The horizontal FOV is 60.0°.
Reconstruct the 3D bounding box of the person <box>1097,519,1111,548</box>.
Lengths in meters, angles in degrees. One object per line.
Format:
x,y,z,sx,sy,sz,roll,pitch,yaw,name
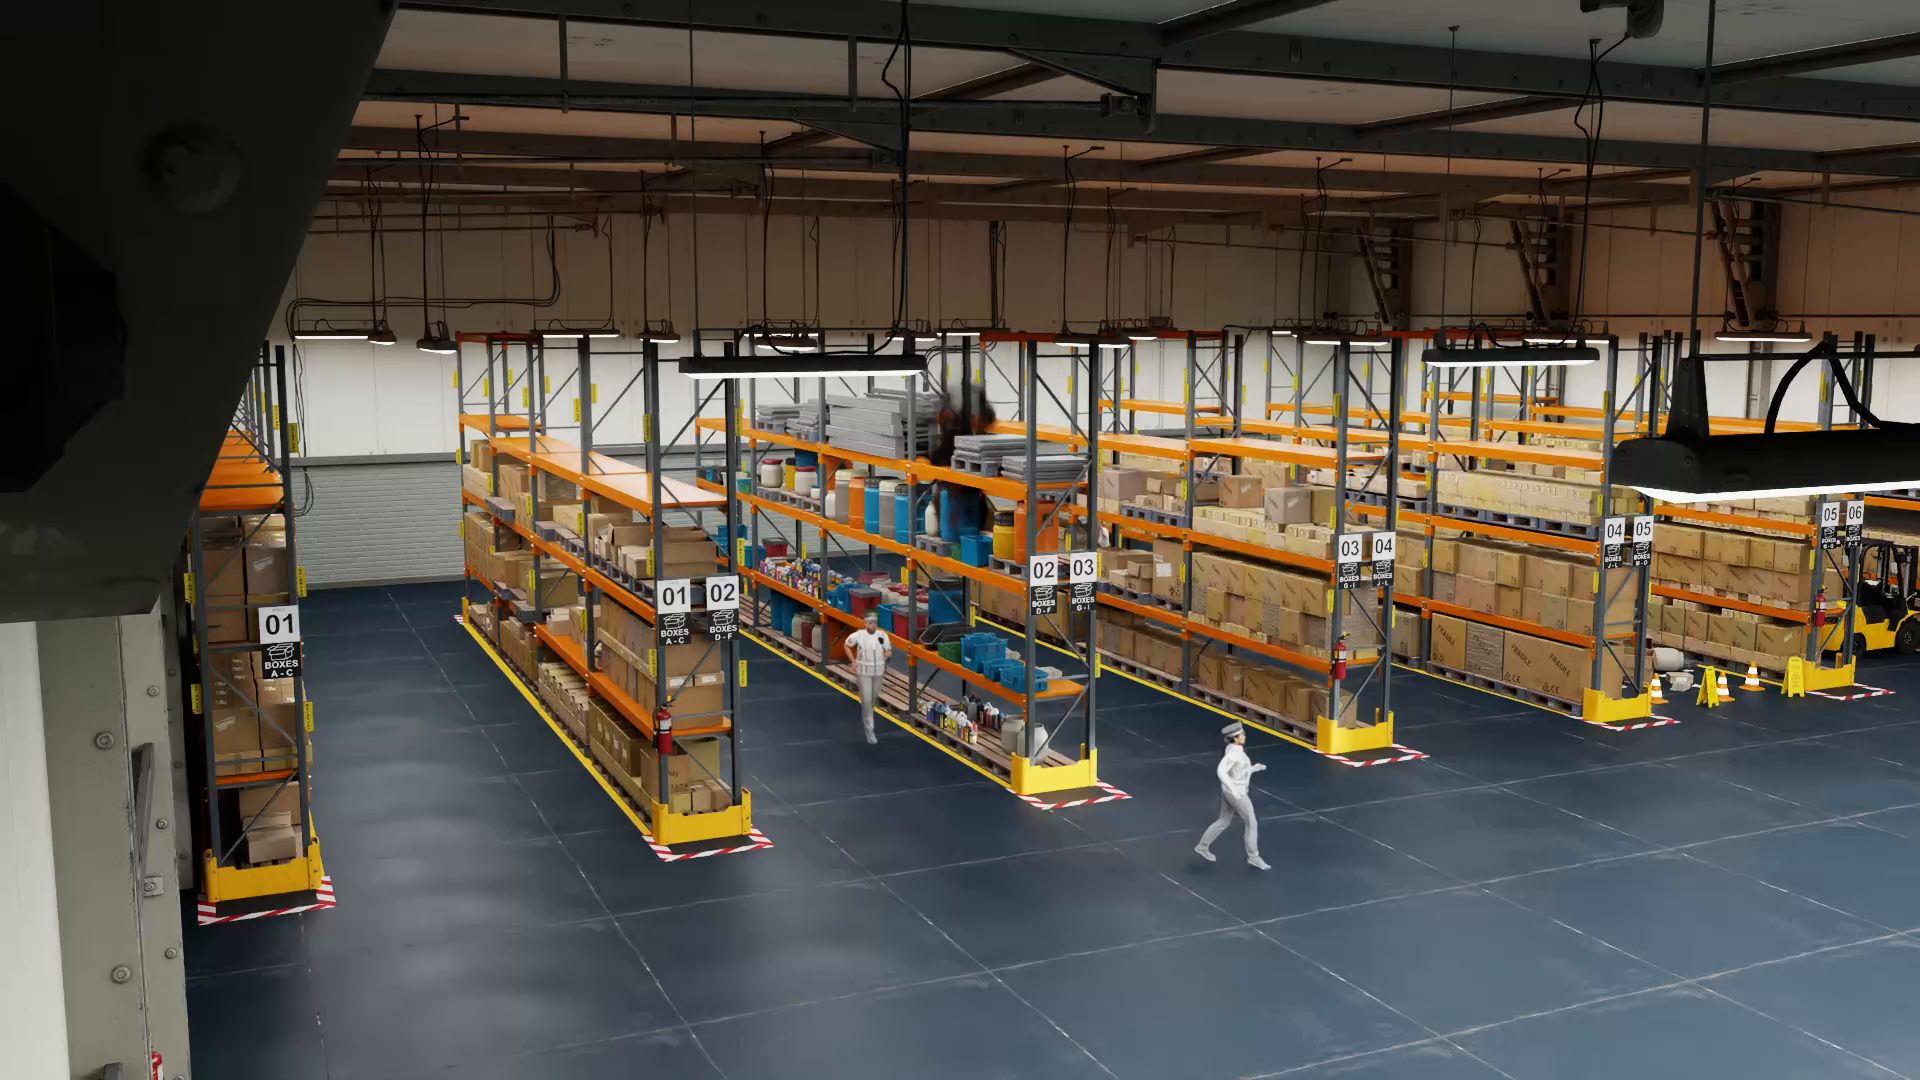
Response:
3.148,0.370,37.624,0.721,1.774,1.060,-3,8,-24,person

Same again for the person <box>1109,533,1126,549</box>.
3.887,-0.223,42.114,0.977,1.793,0.693,-3,8,-19,person

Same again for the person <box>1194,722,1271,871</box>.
3.145,2.925,19.020,0.848,1.724,0.578,0,8,-2,person

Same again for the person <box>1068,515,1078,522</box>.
2.866,-0.035,41.737,0.570,1.503,0.614,-5,9,-32,person

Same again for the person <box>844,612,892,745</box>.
-1.283,1.946,23.949,0.648,1.856,0.778,-4,9,-26,person
